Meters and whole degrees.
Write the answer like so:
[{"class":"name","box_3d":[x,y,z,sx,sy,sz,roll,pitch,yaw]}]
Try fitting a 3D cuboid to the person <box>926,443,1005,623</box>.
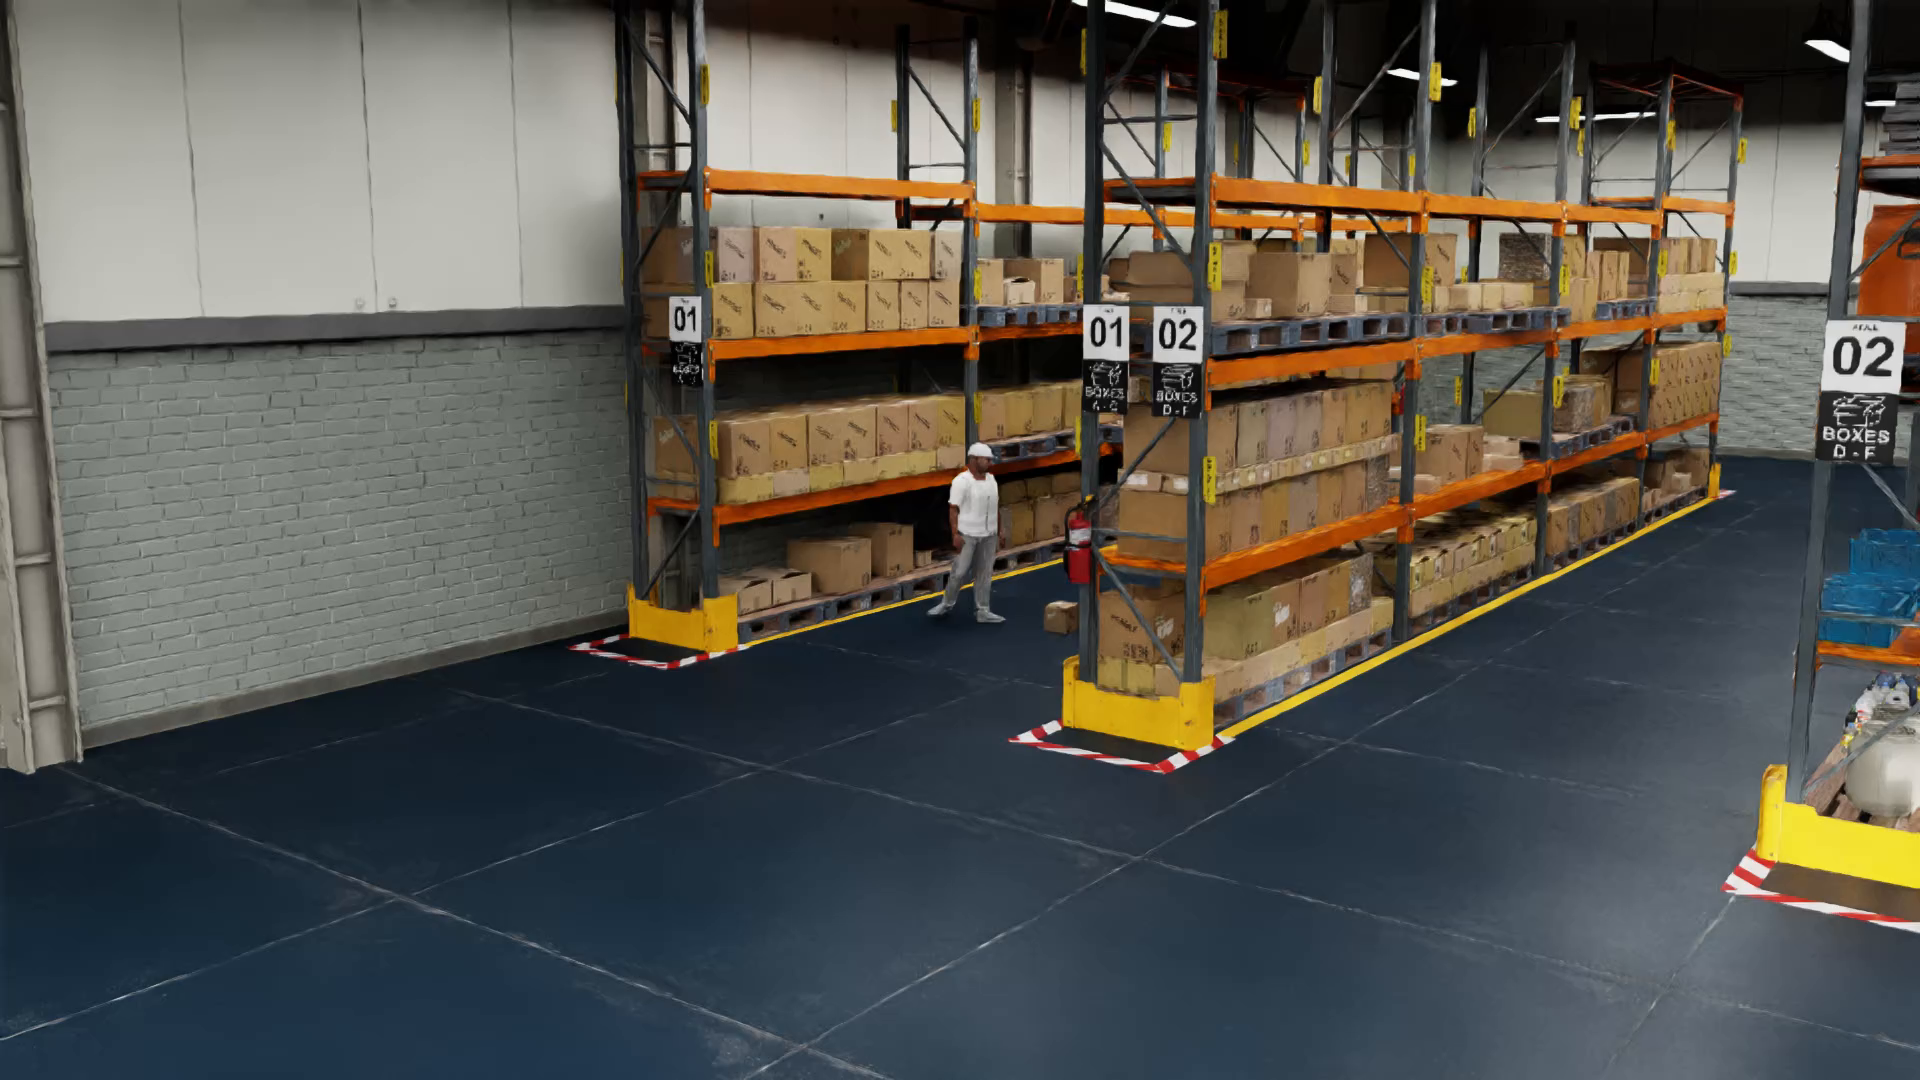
[{"class":"person","box_3d":[0.101,-0.069,16.233,0.723,1.770,0.600,-7,12,-36]}]
